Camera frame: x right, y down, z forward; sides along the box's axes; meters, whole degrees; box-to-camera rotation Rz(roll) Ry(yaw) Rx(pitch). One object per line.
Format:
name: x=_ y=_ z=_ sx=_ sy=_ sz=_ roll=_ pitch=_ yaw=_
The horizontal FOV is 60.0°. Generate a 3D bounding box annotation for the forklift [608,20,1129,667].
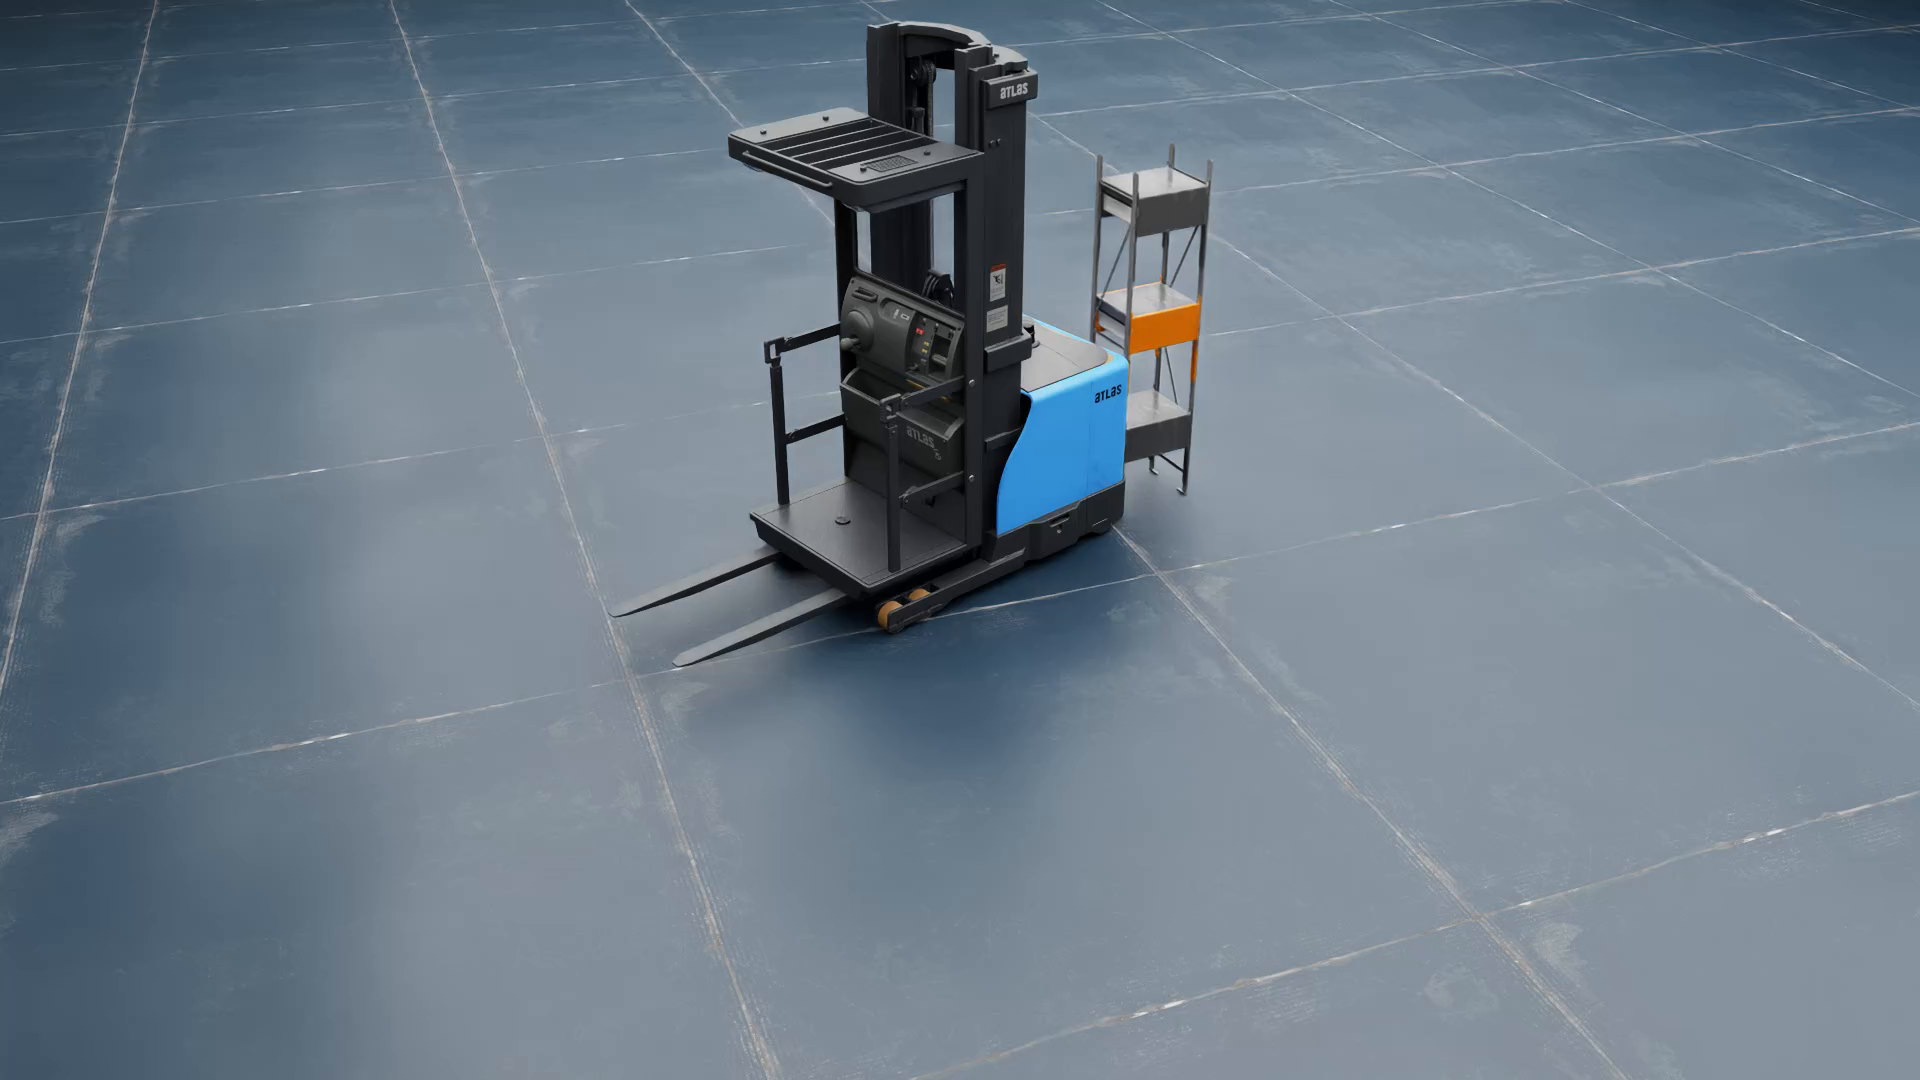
forklift: x=-0.471 y=-1.071 z=8.669 sx=3.031 sy=2.935 sz=1.130 roll=-23 pitch=37 yaw=-35

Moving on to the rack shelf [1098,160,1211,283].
rack shelf: x=1.083 y=-1.809 z=9.413 sx=0.480 sy=0.518 sz=0.431 roll=-15 pitch=33 yaw=-24

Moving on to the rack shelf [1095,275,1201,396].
rack shelf: x=1.082 y=-1.203 z=9.764 sx=0.480 sy=0.518 sz=0.431 roll=-15 pitch=33 yaw=-24

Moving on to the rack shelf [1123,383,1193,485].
rack shelf: x=1.082 y=-0.597 z=10.114 sx=0.480 sy=0.518 sz=0.431 roll=-15 pitch=33 yaw=-24

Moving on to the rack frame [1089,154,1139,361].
rack frame: x=0.867 y=-1.157 z=9.657 sx=0.015 sy=2.100 sz=0.400 roll=-15 pitch=33 yaw=-24

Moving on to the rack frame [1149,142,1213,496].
rack frame: x=1.297 y=-1.272 z=9.857 sx=0.015 sy=2.100 sz=0.400 roll=-15 pitch=33 yaw=-24

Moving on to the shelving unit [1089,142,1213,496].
shelving unit: x=1.082 y=-1.215 z=9.757 sx=0.503 sy=2.100 sz=0.431 roll=-15 pitch=33 yaw=-24
